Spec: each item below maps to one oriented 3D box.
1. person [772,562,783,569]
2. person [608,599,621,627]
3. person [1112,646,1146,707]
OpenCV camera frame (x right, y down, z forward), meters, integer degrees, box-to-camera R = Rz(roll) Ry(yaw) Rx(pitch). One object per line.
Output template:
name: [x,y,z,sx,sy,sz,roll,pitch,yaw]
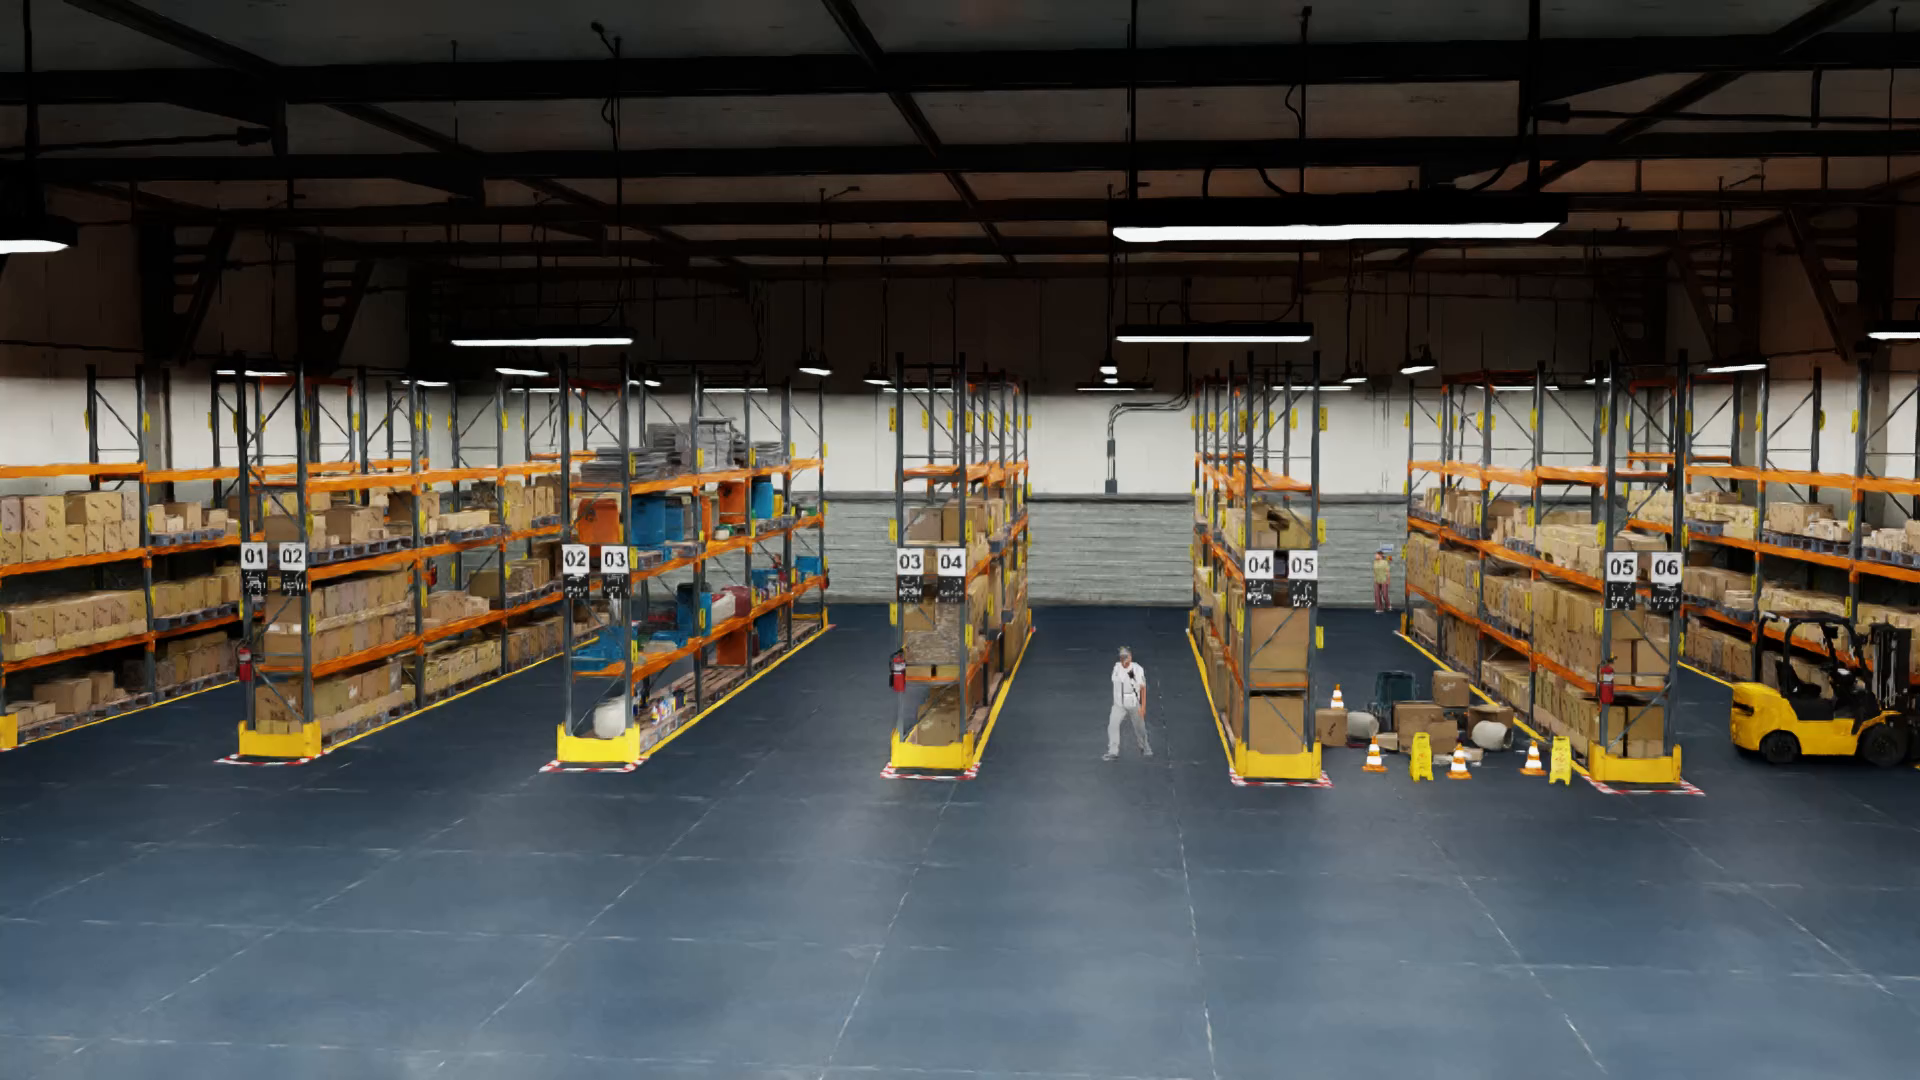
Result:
person: [-4.362,0.725,39.491,0.348,0.655,0.540,-3,5,-38]
person: [-7.582,1.528,36.547,0.317,1.594,0.538,-1,4,-10]
person: [2.496,2.001,24.605,0.534,0.899,0.430,2,5,27]
